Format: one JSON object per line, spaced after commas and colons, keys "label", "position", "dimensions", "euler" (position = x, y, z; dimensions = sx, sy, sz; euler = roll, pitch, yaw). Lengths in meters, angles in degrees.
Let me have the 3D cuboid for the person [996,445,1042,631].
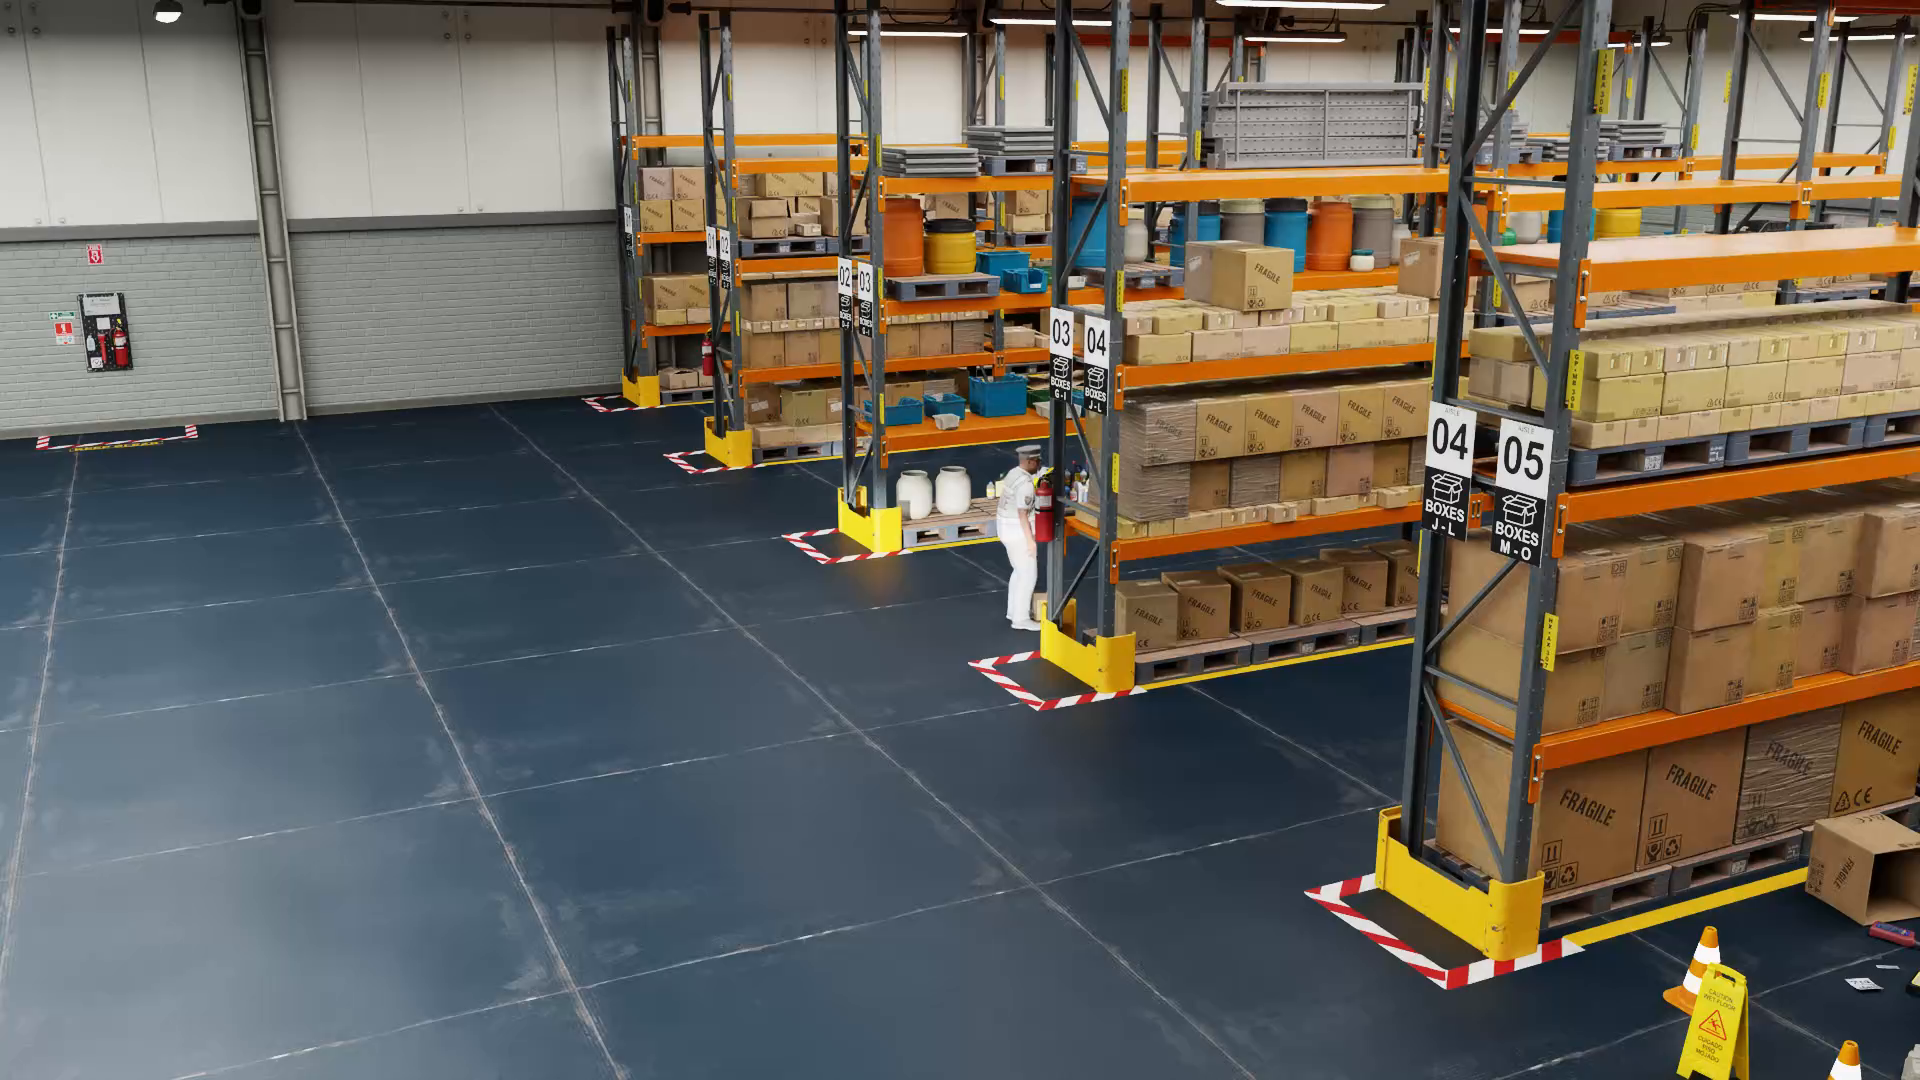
{"label": "person", "position": [0.583, -0.042, 15.984], "dimensions": [0.444, 1.745, 0.601], "euler": [-3, 15, -10]}
